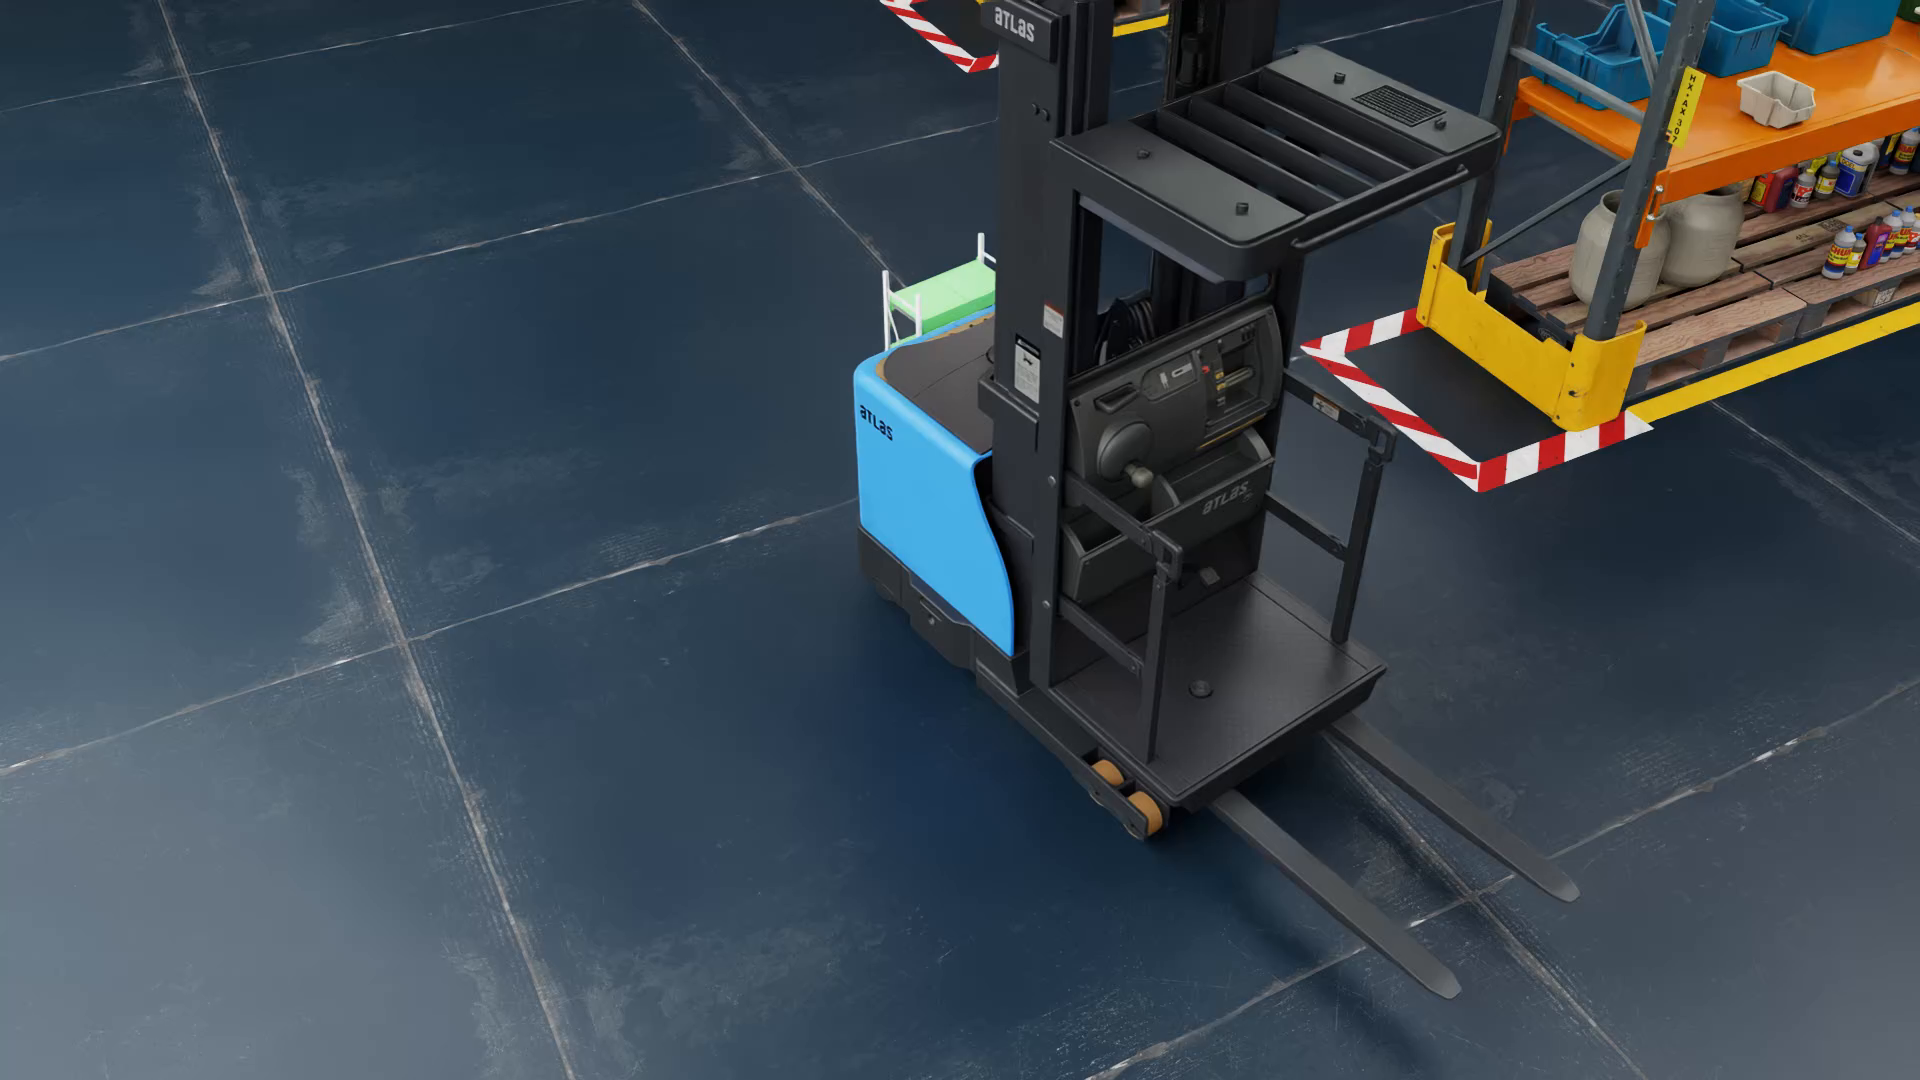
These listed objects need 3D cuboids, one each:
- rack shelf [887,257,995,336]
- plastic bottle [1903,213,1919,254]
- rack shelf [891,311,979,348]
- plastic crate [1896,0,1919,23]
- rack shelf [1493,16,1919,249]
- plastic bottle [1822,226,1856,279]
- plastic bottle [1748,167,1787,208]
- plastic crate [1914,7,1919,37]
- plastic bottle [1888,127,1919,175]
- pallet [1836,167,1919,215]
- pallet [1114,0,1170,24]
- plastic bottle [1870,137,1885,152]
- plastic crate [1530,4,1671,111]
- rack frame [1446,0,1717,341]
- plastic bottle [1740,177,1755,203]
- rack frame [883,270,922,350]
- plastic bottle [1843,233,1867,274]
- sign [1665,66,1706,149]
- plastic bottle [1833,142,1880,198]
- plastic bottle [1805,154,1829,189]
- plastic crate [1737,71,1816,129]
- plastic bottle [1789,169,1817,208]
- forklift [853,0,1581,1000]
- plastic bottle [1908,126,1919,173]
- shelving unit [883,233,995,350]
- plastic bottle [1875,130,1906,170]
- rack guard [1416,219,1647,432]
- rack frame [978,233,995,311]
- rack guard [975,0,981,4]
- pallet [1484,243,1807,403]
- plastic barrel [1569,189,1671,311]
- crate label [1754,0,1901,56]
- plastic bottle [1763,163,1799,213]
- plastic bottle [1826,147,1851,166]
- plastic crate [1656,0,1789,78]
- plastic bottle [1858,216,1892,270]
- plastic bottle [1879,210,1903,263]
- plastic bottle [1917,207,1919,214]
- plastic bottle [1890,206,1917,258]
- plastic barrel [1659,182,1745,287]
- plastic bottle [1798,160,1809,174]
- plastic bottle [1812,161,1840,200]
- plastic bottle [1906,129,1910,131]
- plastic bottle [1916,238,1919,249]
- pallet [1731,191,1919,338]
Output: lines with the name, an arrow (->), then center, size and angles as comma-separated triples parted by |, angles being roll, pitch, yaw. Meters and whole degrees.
rack shelf -> -0.038, -0.974, 6.828 | 0.480, 0.148, 0.258 | -27, 47, -28
plastic bottle -> 4.947, -1.601, 8.645 | 0.097, 0.201, 0.097 | 0, 40, 0
rack shelf -> -0.038, -0.791, 6.983 | 0.480, 0.148, 0.258 | -27, 47, -28
plastic crate -> 4.927, -2.847, 8.455 | 0.662, 0.188, 0.450 | -19, 44, -21
rack shelf -> 4.488, -2.299, 8.202 | 4.000, 0.370, 1.077 | -19, 44, -21
plastic bottle -> 4.466, -1.466, 8.432 | 0.097, 0.271, 0.097 | 0, 40, 0
plastic bottle -> 4.377, -1.964, 9.016 | 0.135, 0.276, 0.152 | -18, 44, -20
plastic crate -> 4.938, -2.440, 8.016 | 0.437, 0.136, 0.530 | -19, 44, -21
plastic bottle -> 5.281, -2.182, 9.277 | 0.097, 0.271, 0.097 | 0, 40, 0
pallet -> 5.647, -1.930, 9.367 | 1.213, 0.211, 1.003 | -19, 44, -21
pallet -> 1.088, -4.005, 11.817 | 1.213, 0.211, 1.003 | -19, 44, -21
plastic bottle -> 5.073, -2.173, 9.266 | 0.097, 0.271, 0.097 | 0, 40, 0
plastic crate -> 3.020, -2.241, 7.691 | 0.616, 0.251, 0.499 | -19, 44, -21
rack frame -> 2.714, -1.977, 7.264 | 0.127, 3.000, 1.000 | -19, 44, -21
plastic bottle -> 4.236, -1.953, 8.997 | 0.133, 0.283, 0.061 | -18, 43, -20
rack frame -> -0.230, -0.560, 6.983 | 0.015, 1.200, 0.240 | -27, 47, -28
plastic bottle -> 4.558, -1.470, 8.491 | 0.097, 0.201, 0.097 | 0, 40, 0
sign -> 2.964, -1.766, 6.801 | 0.005, 0.325, 0.100 | -19, 44, -21
plastic bottle -> 4.900, -2.035, 9.101 | 0.135, 0.276, 0.152 | -19, 44, -21
plastic bottle -> 4.645, -2.086, 9.102 | 0.185, 0.351, 0.144 | -17, 43, -19
plastic crate -> 3.656, -1.959, 7.447 | 0.250, 0.136, 0.298 | -19, 44, -21
plastic bottle -> 4.574, -1.911, 9.012 | 0.097, 0.201, 0.097 | 0, 40, 0
forklift -> 0.871, -0.413, 5.469 | 1.130, 2.935, 3.031 | -27, 47, -28
plastic bottle -> 5.421, -2.242, 9.287 | 0.185, 0.351, 0.144 | -19, 44, -21
shelving unit -> -0.038, -0.657, 7.097 | 0.503, 1.200, 0.258 | -27, 47, -28
plastic bottle -> 5.187, -2.268, 9.318 | 0.185, 0.351, 0.144 | -20, 44, -22
rack guard -> 2.760, -1.073, 8.130 | 0.348, 0.500, 1.175 | -19, 44, -21
rack frame -> 0.155, -0.753, 7.211 | 0.015, 1.200, 0.240 | -27, 47, -28
rack guard -> 0.408, -3.855, 11.418 | 0.348, 0.500, 1.175 | -19, 44, -21
pallet -> 3.483, -1.202, 8.506 | 1.213, 0.211, 1.003 | -19, 44, -21
plastic barrel -> 3.262, -1.428, 8.216 | 0.421, 0.512, 0.421 | 0, 40, 0
crate label -> 4.221, -2.695, 8.085 | 0.616, 0.435, 0.502 | -19, 44, -21
plastic bottle -> 4.426, -1.906, 8.942 | 0.133, 0.283, 0.061 | -19, 44, -21
plastic bottle -> 4.810, -2.141, 9.168 | 0.185, 0.351, 0.144 | -19, 44, -21
plastic crate -> 3.598, -2.432, 7.916 | 0.408, 0.251, 0.499 | -19, 44, -21
plastic bottle -> 4.675, -1.528, 8.495 | 0.133, 0.283, 0.061 | -18, 43, -20
plastic bottle -> 4.770, -1.568, 8.552 | 0.097, 0.271, 0.097 | 0, 40, 0
plastic bottle -> 5.171, -1.806, 8.823 | 0.133, 0.283, 0.061 | -19, 44, -21
plastic bottle -> 4.859, -1.598, 8.588 | 0.097, 0.271, 0.097 | 0, 40, 0
plastic barrel -> 3.707, -1.578, 8.393 | 0.421, 0.512, 0.421 | 0, 40, 0
plastic bottle -> 4.500, -2.006, 9.065 | 0.135, 0.276, 0.152 | -20, 44, -22
plastic bottle -> 4.739, -1.973, 9.084 | 0.097, 0.201, 0.097 | 0, 40, 0
plastic bottle -> 5.354, -2.325, 9.384 | 0.185, 0.351, 0.144 | -17, 43, -20
plastic bottle -> 5.038, -1.659, 8.659 | 0.097, 0.271, 0.097 | 0, 40, 0
pallet -> 4.563, -1.563, 8.933 | 1.213, 0.211, 1.003 | -19, 44, -21
